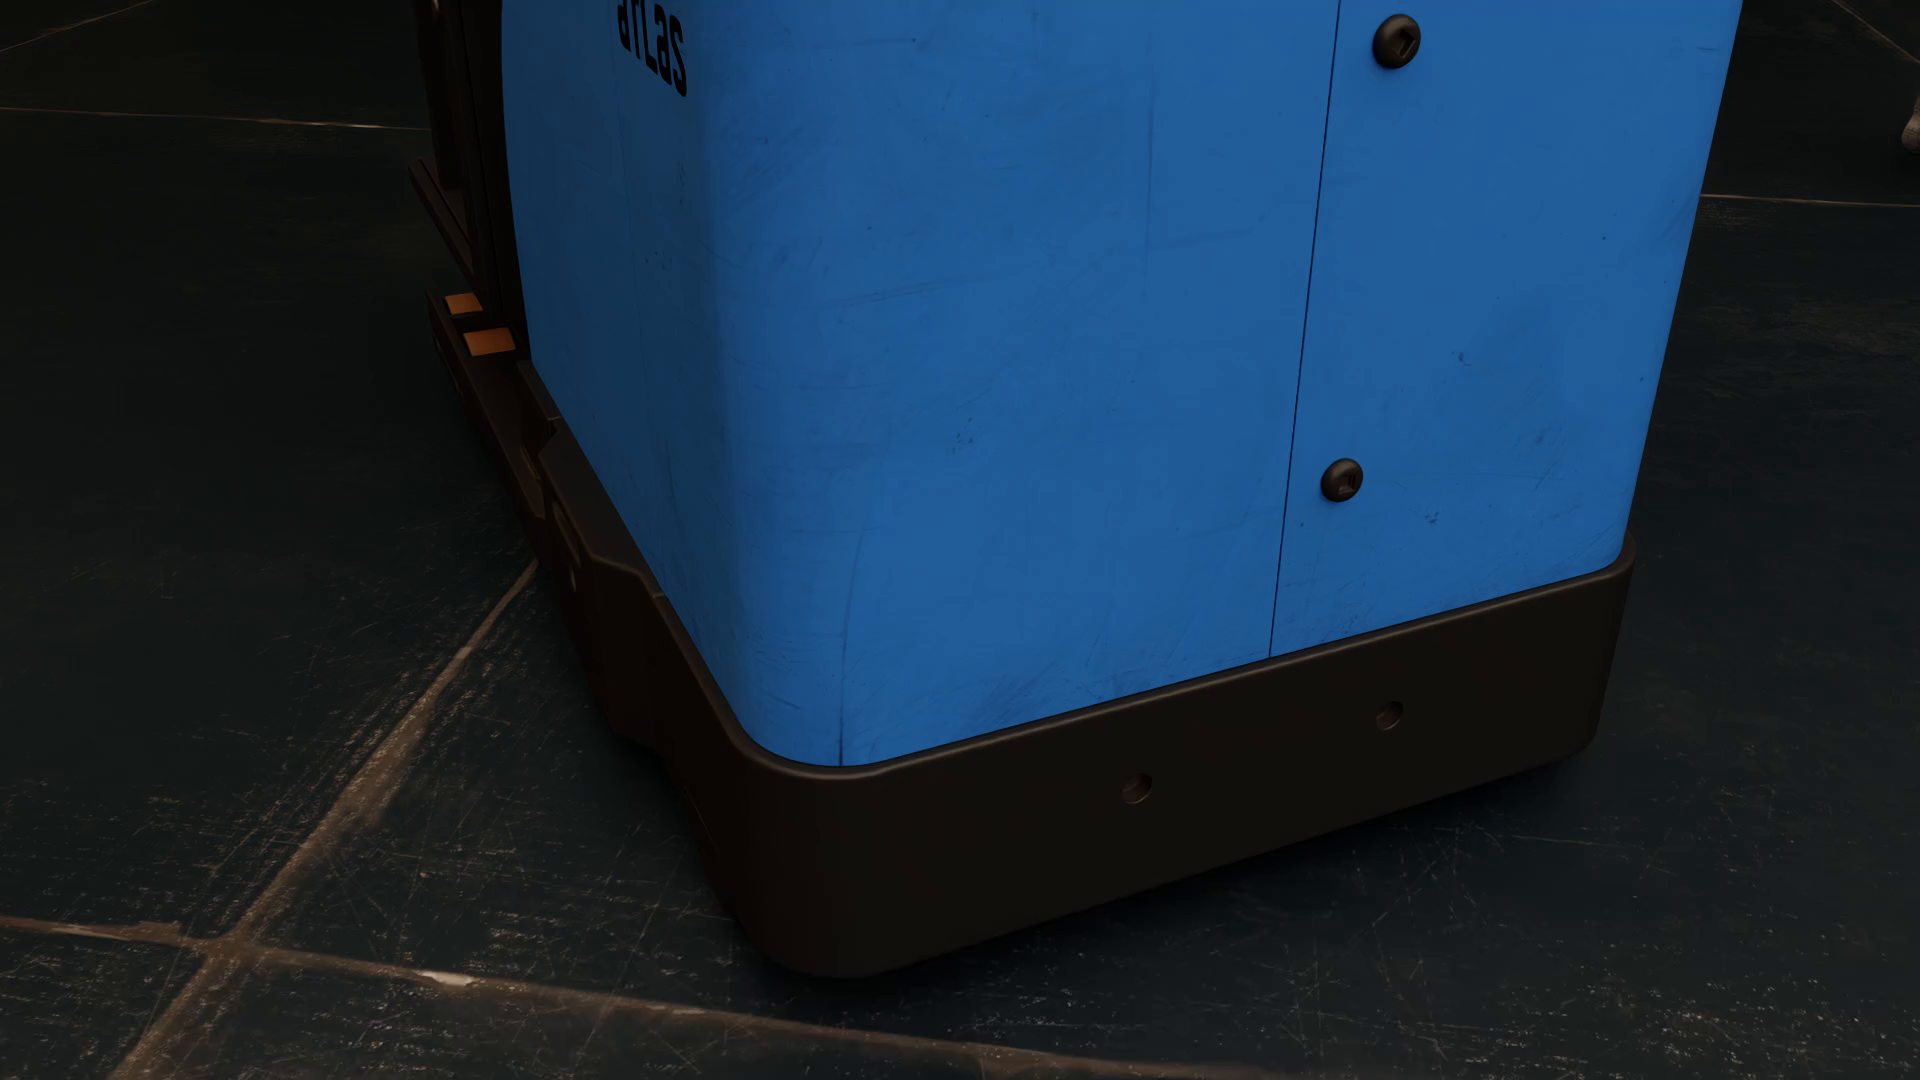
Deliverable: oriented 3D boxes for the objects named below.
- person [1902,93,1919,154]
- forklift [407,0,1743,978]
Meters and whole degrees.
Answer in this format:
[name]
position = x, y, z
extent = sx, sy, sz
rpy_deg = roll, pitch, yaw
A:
[person]
position = 2.616, -1.642, 3.719
extent = 0.467, 1.726, 0.666
rpy_deg = -19, 34, -31
[forklift]
position = -0.311, -1.555, 2.283
extent = 1.130, 2.935, 3.031
rpy_deg = -12, 31, -21
